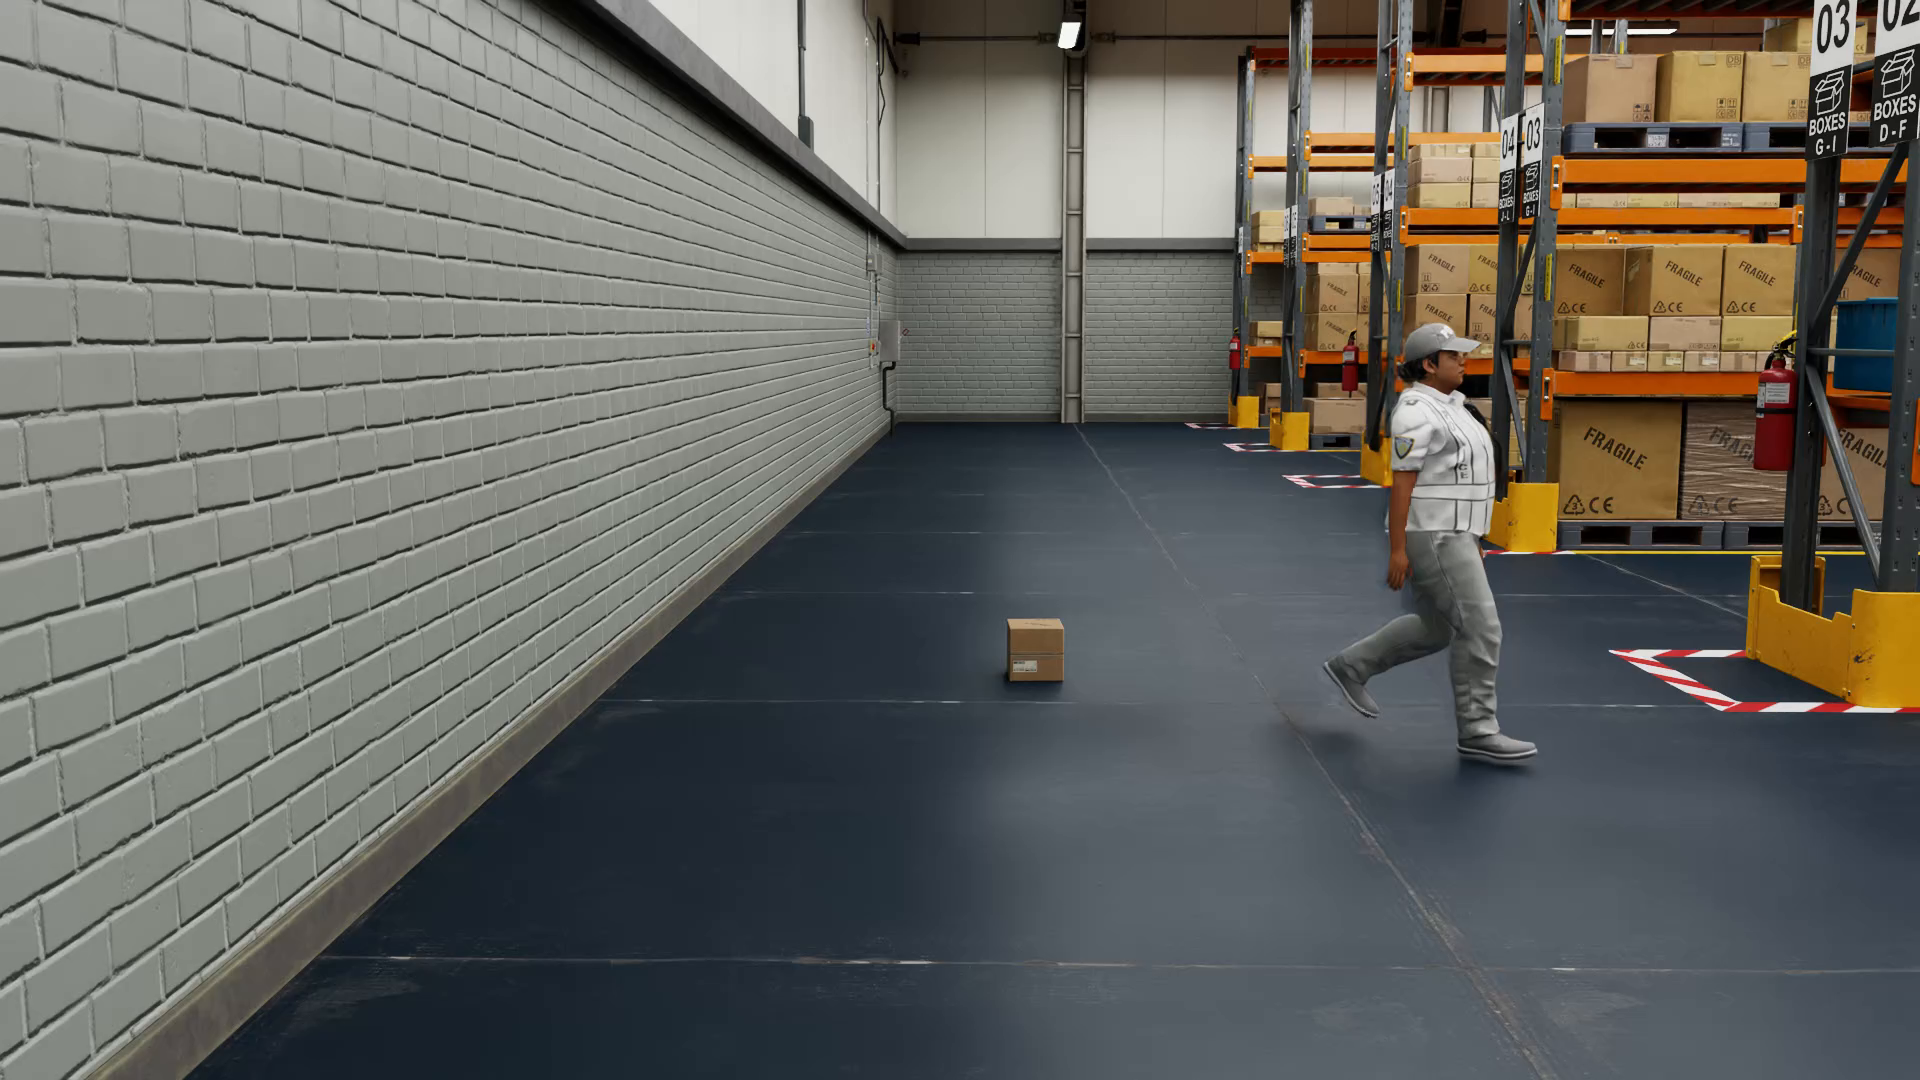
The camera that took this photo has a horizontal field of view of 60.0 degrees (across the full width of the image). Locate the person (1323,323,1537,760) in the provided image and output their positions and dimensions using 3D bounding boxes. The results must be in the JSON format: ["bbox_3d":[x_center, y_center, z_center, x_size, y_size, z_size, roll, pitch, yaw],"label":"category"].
[{"bbox_3d":[1.812,-0.020,6.393,0.906,1.615,0.491,4,9,31],"label":"person"}]
